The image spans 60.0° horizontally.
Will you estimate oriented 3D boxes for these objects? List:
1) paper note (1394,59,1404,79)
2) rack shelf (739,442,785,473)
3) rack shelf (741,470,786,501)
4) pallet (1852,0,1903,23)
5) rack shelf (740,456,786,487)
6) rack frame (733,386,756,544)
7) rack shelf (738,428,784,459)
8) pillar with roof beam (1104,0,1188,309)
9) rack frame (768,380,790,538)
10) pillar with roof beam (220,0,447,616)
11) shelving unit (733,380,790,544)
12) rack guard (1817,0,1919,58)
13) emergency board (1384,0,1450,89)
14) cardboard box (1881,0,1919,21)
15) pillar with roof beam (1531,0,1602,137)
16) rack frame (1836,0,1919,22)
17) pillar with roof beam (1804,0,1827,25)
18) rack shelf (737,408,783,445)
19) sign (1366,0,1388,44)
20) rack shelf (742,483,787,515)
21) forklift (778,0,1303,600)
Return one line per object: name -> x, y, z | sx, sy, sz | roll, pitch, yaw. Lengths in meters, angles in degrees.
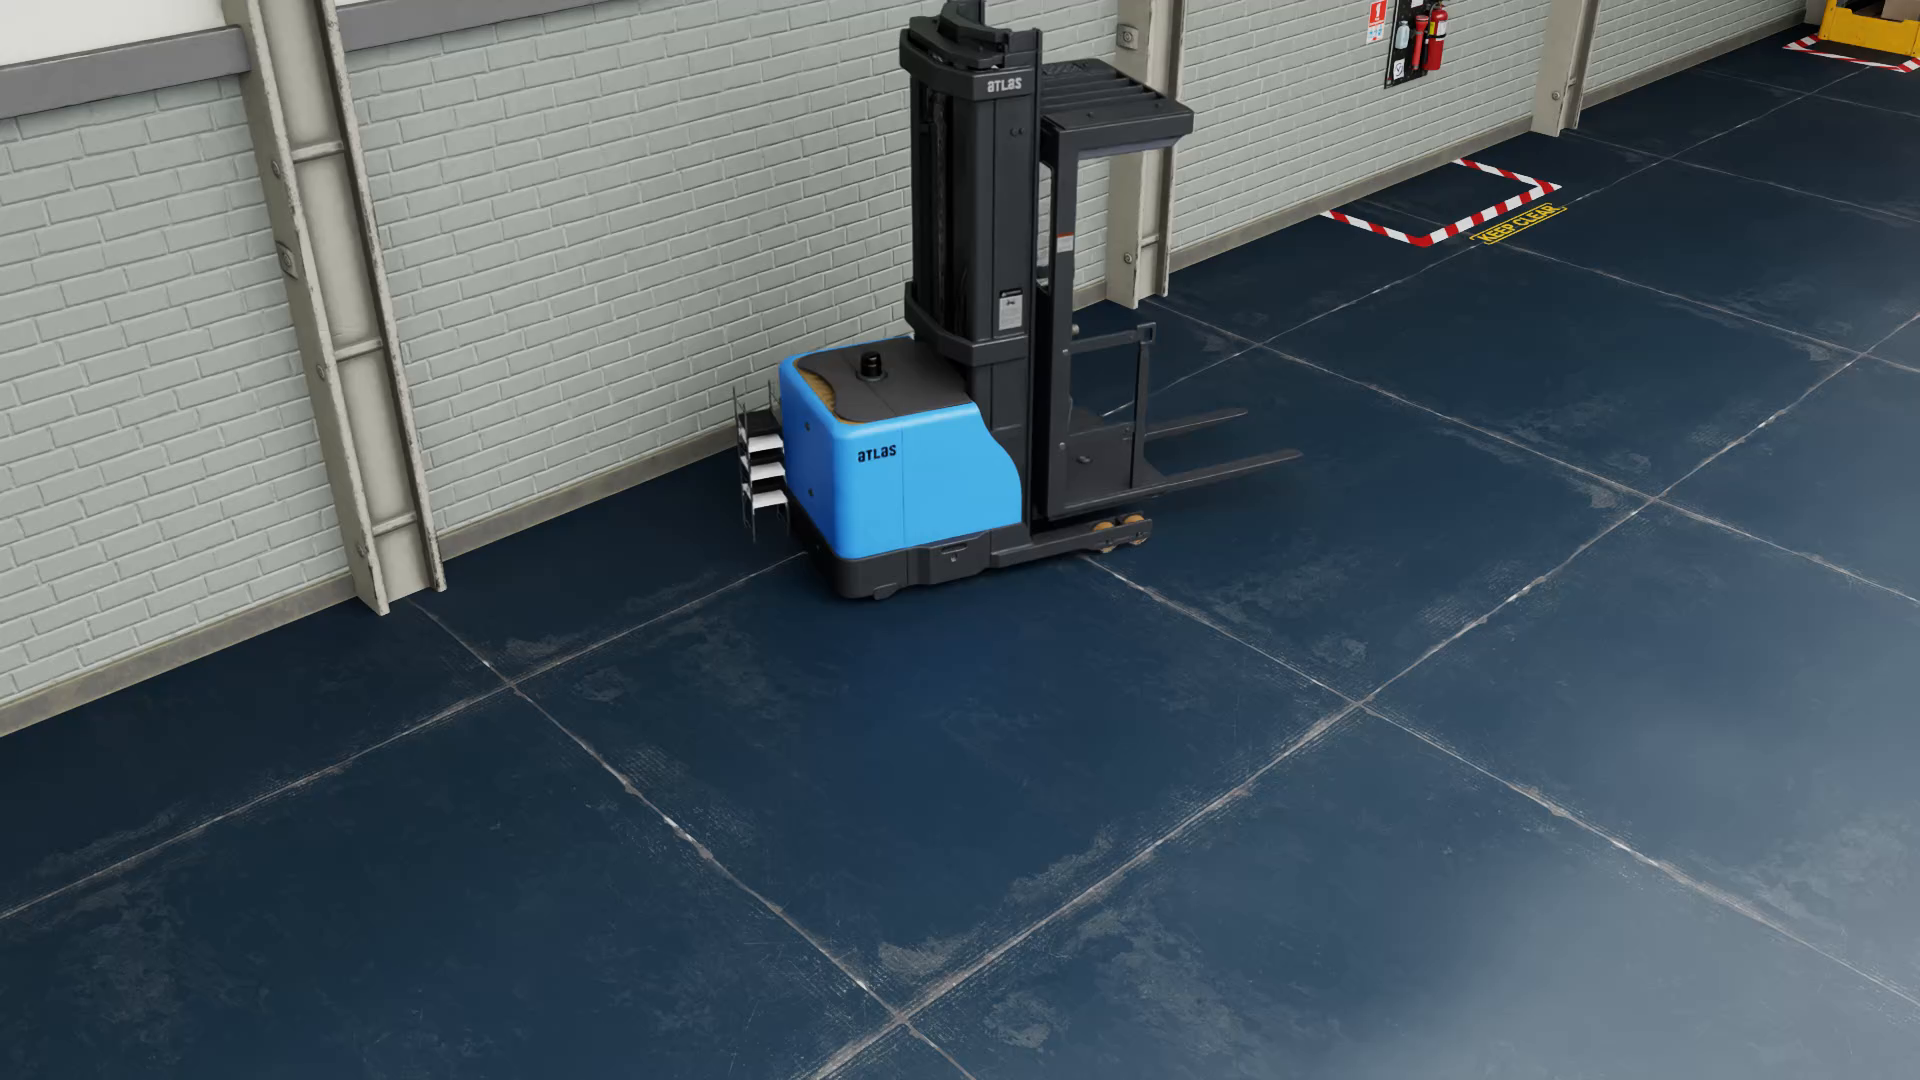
paper note -> 3.717, -3.983, 14.068 | 0.142, 0.148, 0.016 | -26, 40, -35
rack shelf -> -1.124, -0.485, 9.406 | 0.200, 0.077, 0.258 | -12, 33, -18
rack shelf -> -1.124, -0.331, 9.500 | 0.200, 0.077, 0.258 | -12, 33, -18
pallet -> 10.881, -5.918, 19.061 | 1.213, 0.211, 1.003 | -26, 40, -35
rack shelf -> -1.124, -0.408, 9.453 | 0.200, 0.077, 0.258 | -12, 33, -18
rack frame -> -1.219, -0.417, 9.404 | 0.006, 0.900, 0.240 | -12, 33, -18
rack shelf -> -1.124, -0.562, 9.359 | 0.200, 0.077, 0.258 | -12, 33, -18
pillar with roof beam -> 4.259, -4.042, 7.568 | 0.400, 9.000, 9.100 | -26, 40, -35
rack frame -> -1.030, -0.456, 9.468 | 0.006, 0.900, 0.240 | -12, 33, -18
pillar with roof beam -> -0.141, -1.914, 4.088 | 0.400, 9.000, 9.100 | -26, 40, -35
shelving unit -> -1.124, -0.437, 9.436 | 0.210, 0.900, 0.258 | -12, 33, -18
rack guard -> 10.262, -5.767, 18.536 | 0.348, 0.500, 1.175 | -26, 40, -35
emergency board -> 3.893, -4.395, 13.897 | 0.643, 1.169, 0.194 | -26, 40, -35
cardboard box -> 10.774, -6.058, 18.772 | 0.500, 0.311, 0.500 | 24, 39, 34
pillar with roof beam -> 8.658, -6.170, 11.049 | 0.400, 9.000, 9.100 | -26, 40, -35
rack frame -> 10.206, -6.806, 17.840 | 0.127, 3.000, 1.000 | -26, 40, -35
pillar with roof beam -> 13.058, -8.298, 14.529 | 0.400, 9.000, 9.100 | -26, 40, -35
rack shelf -> -1.124, -0.638, 9.312 | 0.200, 0.077, 0.258 | -12, 33, -18
sign -> 3.418, -4.254, 13.632 | 0.234, 0.329, 0.001 | -26, 40, -35
rack shelf -> -1.124, -0.255, 9.547 | 0.200, 0.077, 0.258 | -12, 33, -18
forklift -> 0.548, -1.423, 9.102 | 3.031, 2.935, 1.130 | -13, 34, -20
